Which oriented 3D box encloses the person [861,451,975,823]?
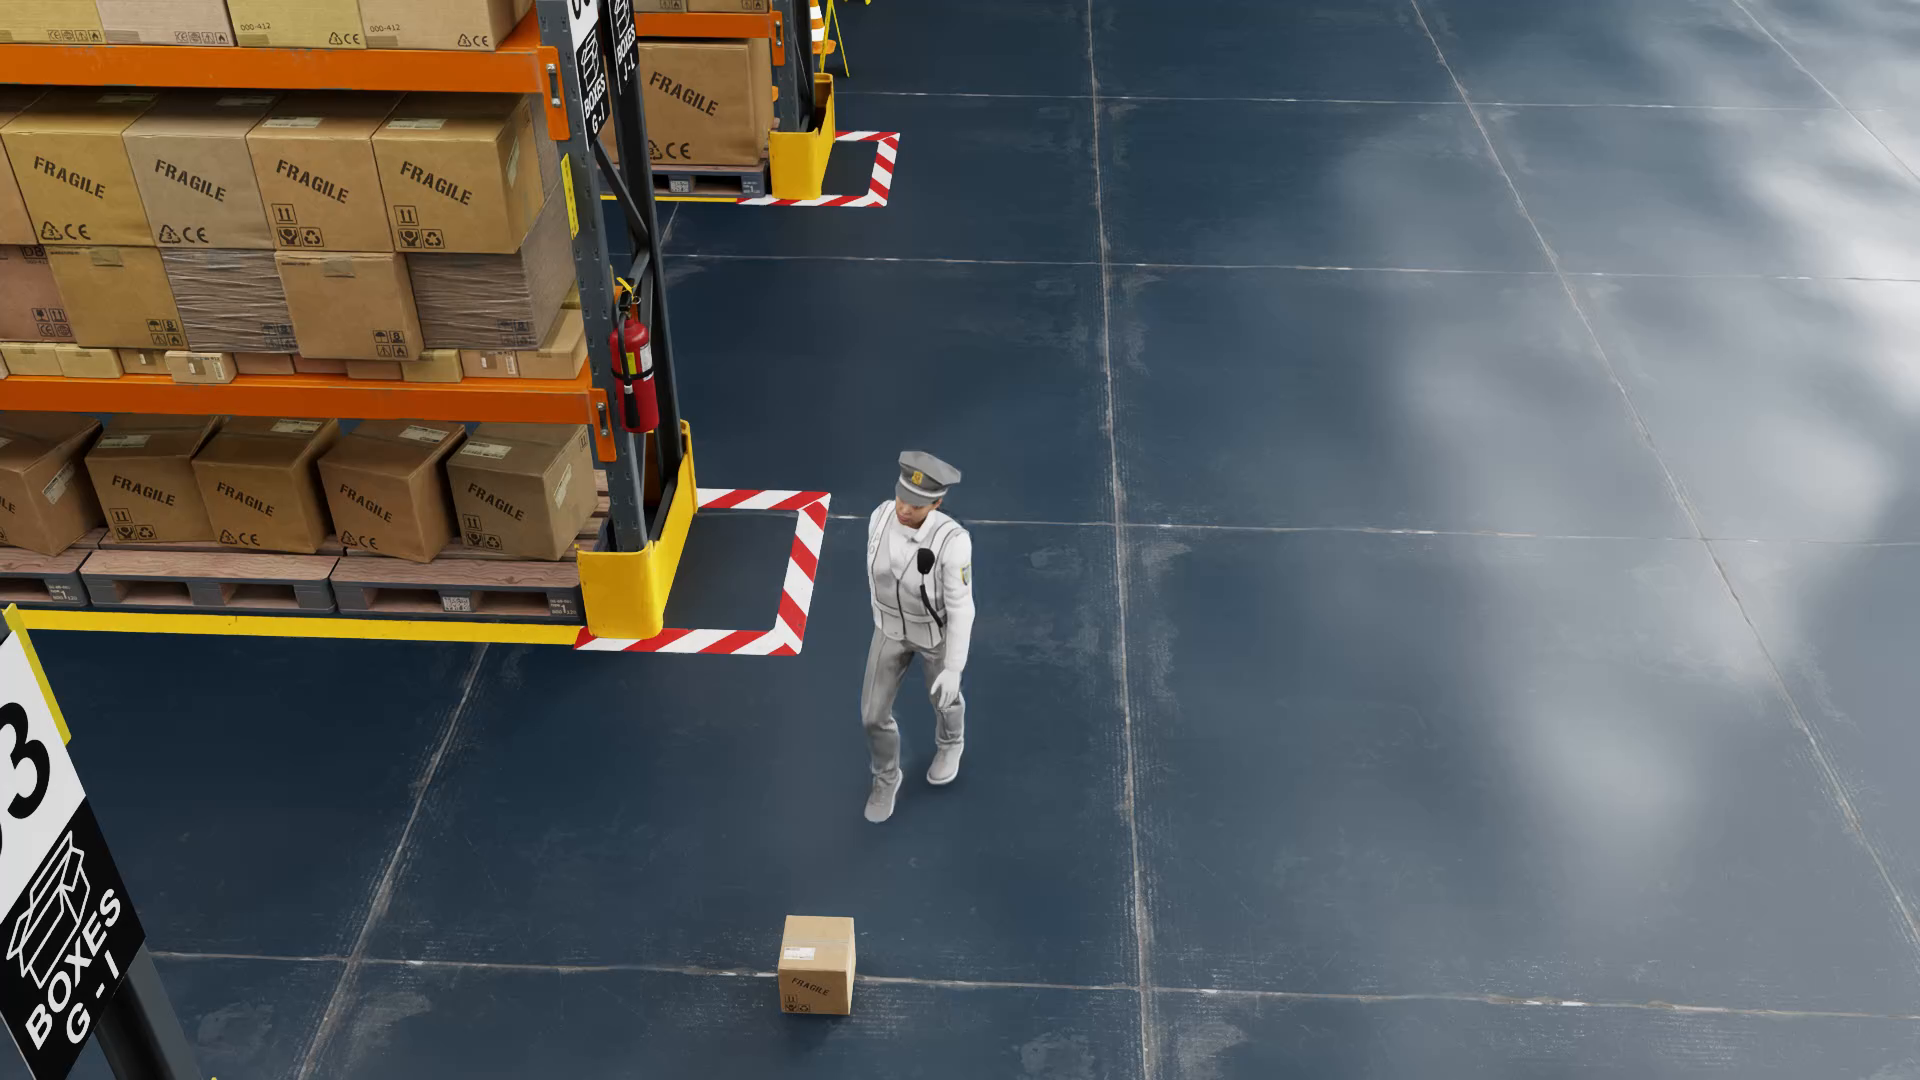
[{"bbox_3d":[-0.149,0.391,6.578,0.515,1.758,0.552,14,38,19],"label":"person"}]
